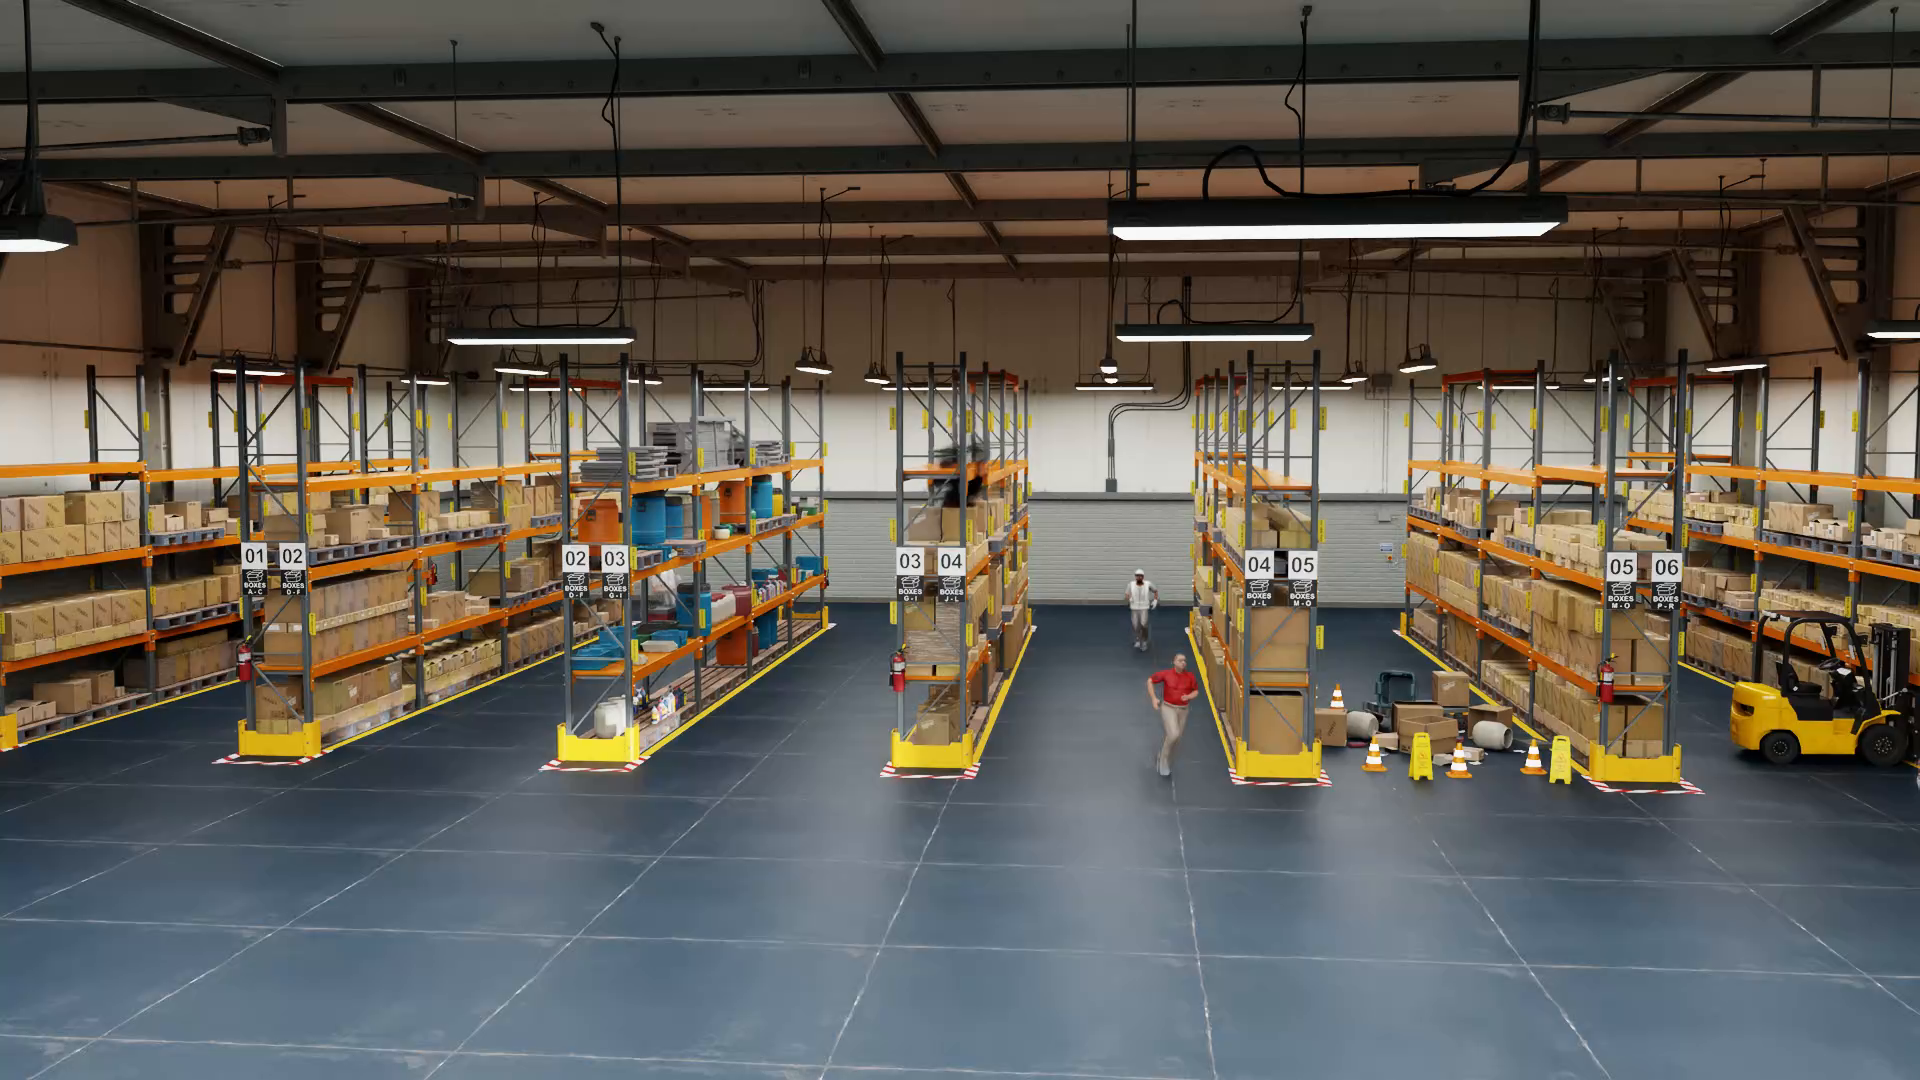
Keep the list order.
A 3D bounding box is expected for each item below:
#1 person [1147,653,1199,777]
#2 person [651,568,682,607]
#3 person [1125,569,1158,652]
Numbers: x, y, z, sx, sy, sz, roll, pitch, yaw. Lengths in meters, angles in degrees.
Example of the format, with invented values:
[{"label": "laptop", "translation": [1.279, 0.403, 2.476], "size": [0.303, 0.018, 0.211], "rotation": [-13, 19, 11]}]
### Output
[{"label": "person", "translation": [3.079, 2.485, 23.721], "size": [0.661, 1.736, 0.674], "rotation": [-2, 4, -23]}, {"label": "person", "translation": [-7.270, 1.225, 41.206], "size": [0.770, 1.737, 0.603], "rotation": [-2, 4, -24]}, {"label": "person", "translation": [3.946, 1.551, 36.329], "size": [0.700, 1.829, 0.728], "rotation": [1, 4, 13]}]
